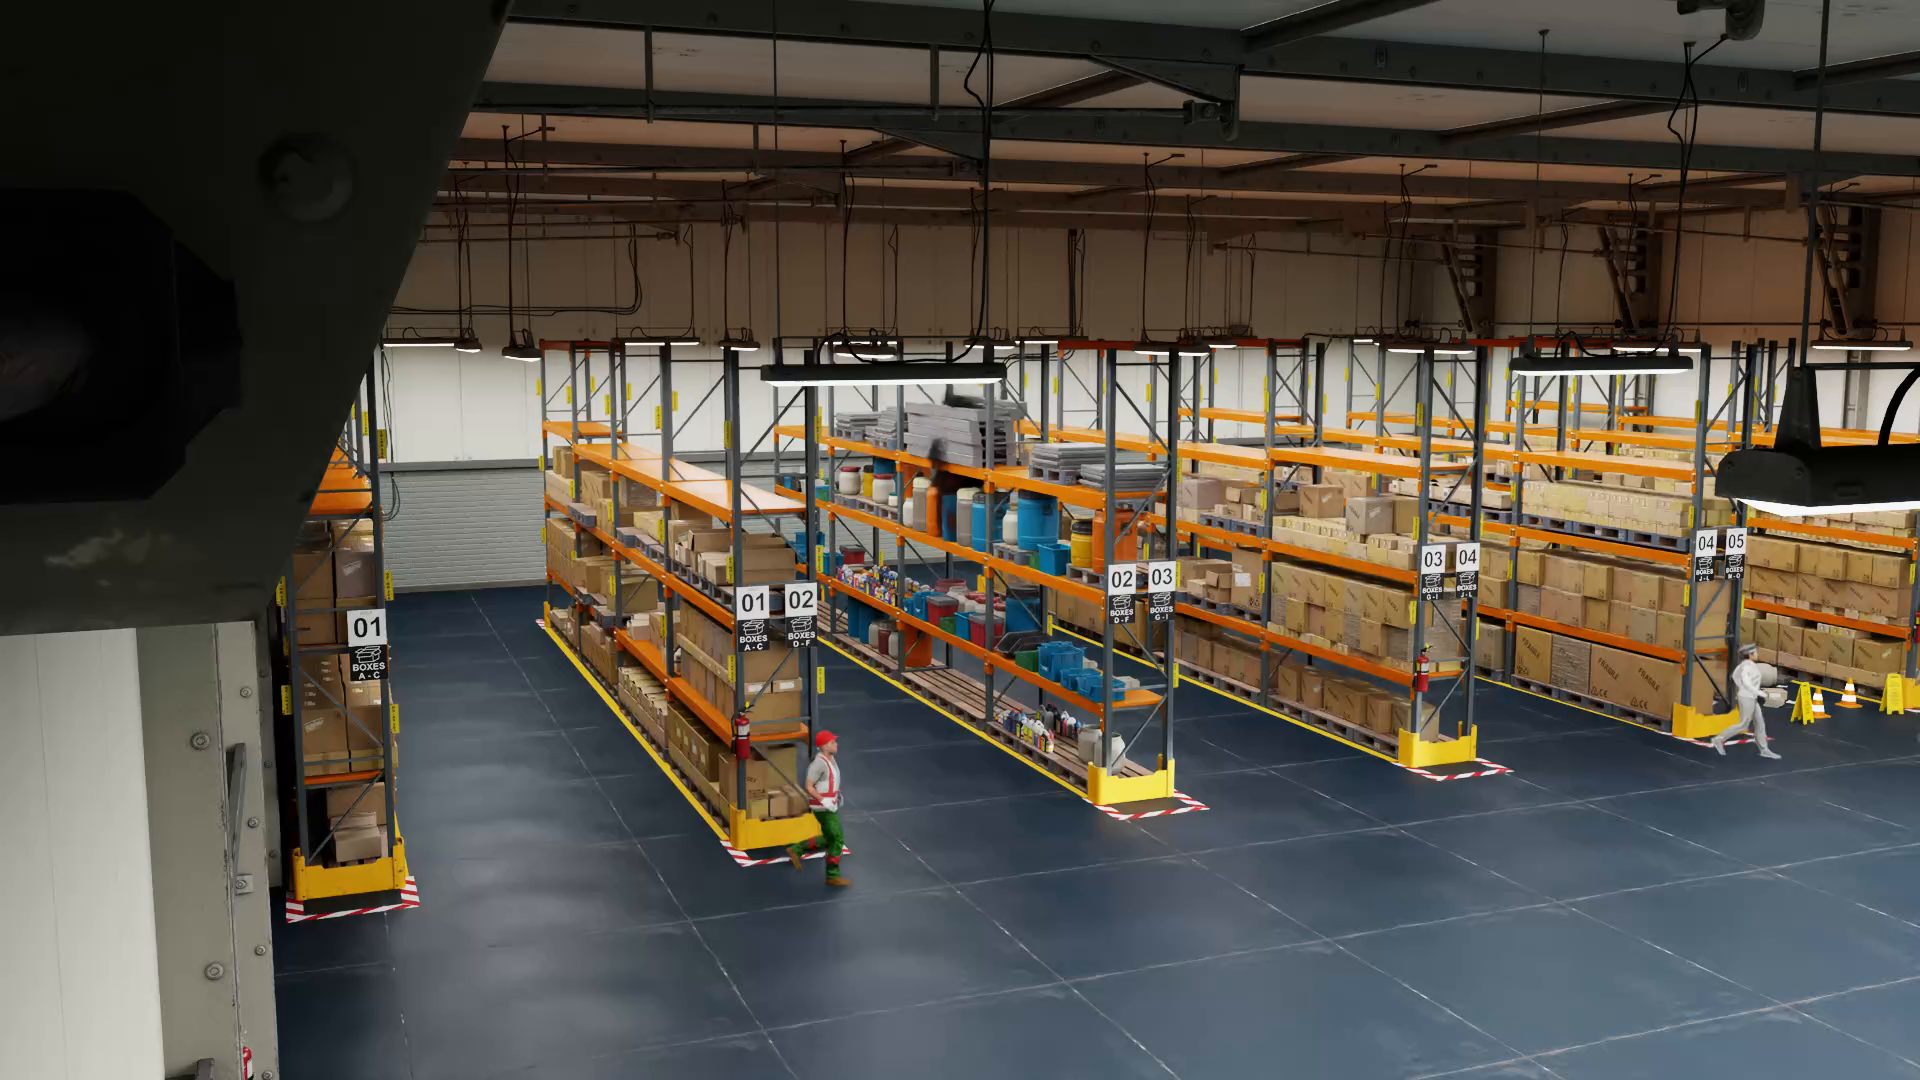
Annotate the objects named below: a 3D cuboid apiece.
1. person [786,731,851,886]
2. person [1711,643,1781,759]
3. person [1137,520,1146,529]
[{"bbox_3d":[-1.605,3.030,18.903,0.773,1.764,0.693,1,7,8],"label":"person"},{"bbox_3d":[11.533,2.332,24.316,0.944,1.650,0.621,3,8,24],"label":"person"},{"bbox_3d":[4.286,0.291,40.305,0.583,1.593,0.570,2,8,16],"label":"person"}]
